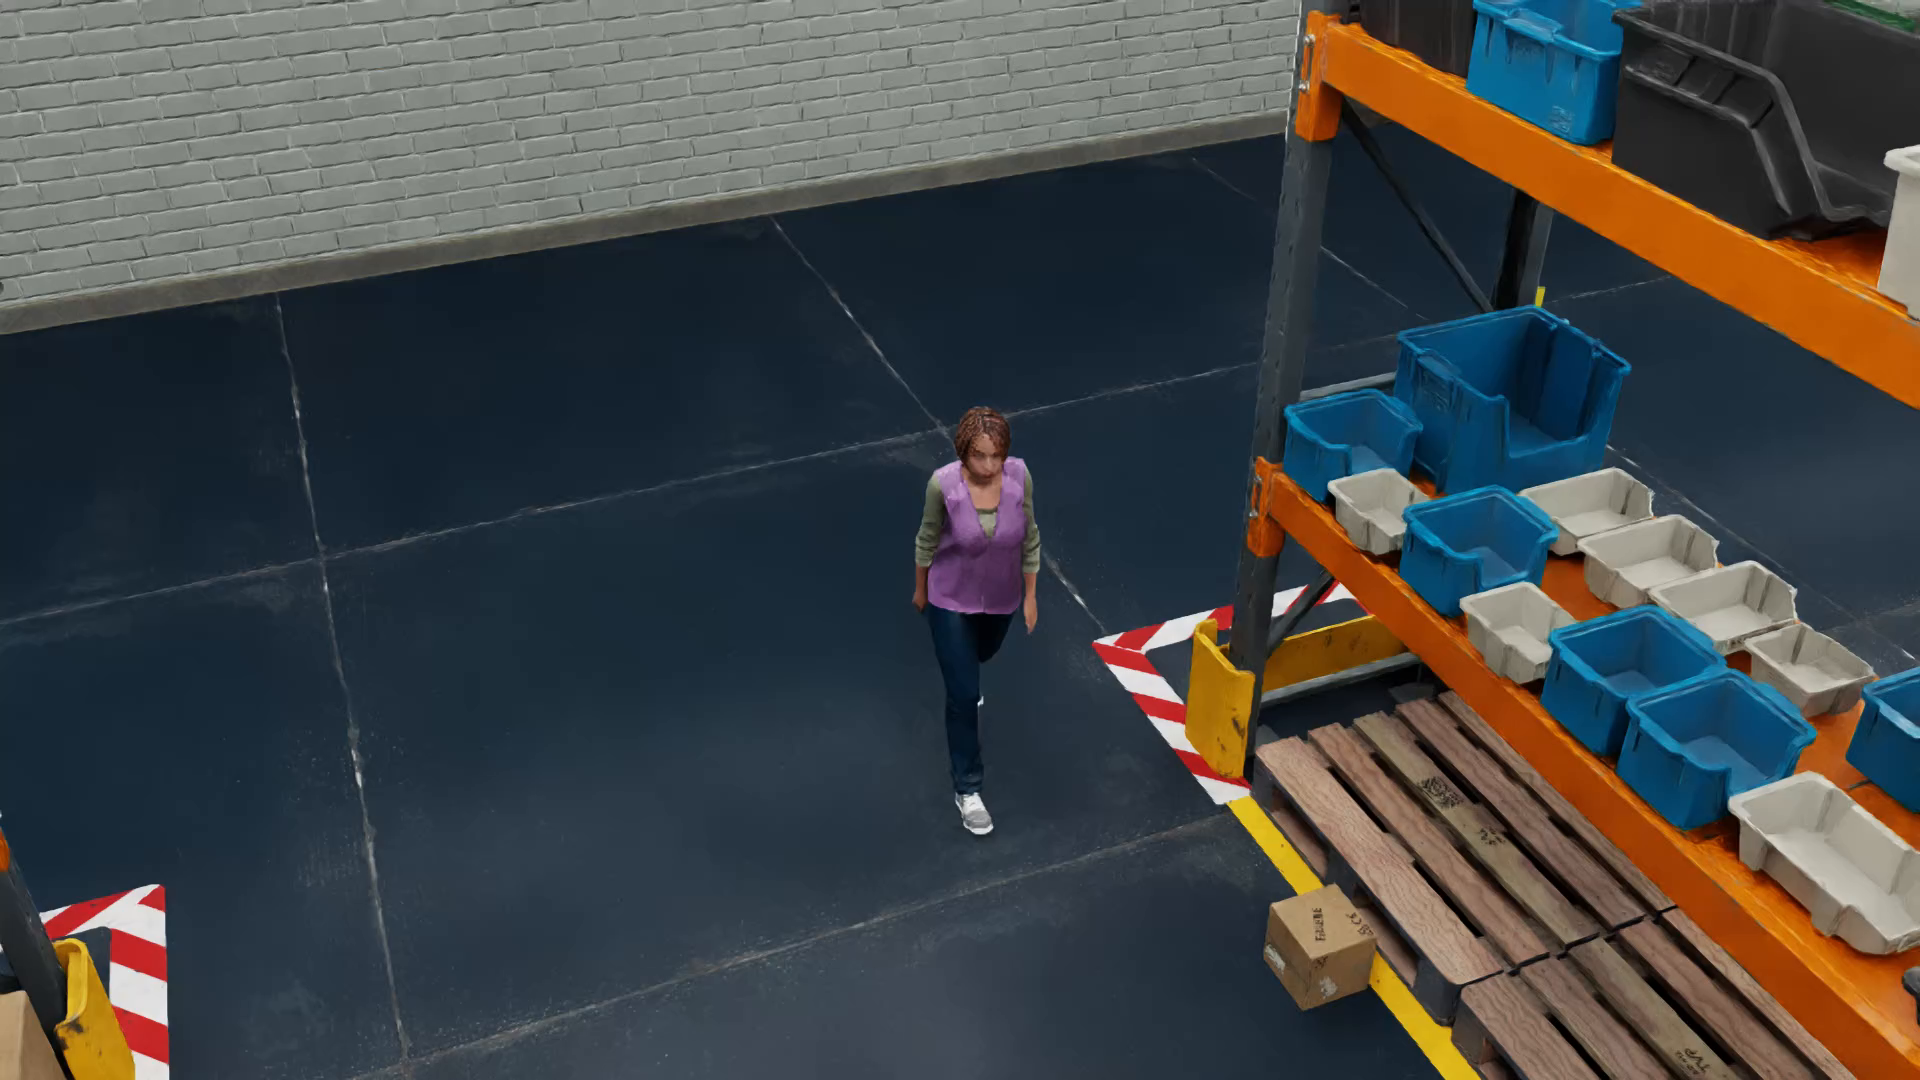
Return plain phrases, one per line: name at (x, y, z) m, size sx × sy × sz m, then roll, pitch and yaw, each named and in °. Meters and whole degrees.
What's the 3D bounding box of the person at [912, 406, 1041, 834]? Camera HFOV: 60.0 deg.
person at (0.060, 0.176, 5.886) m, size 0.426 × 1.550 × 0.904 m, roll -10°, pitch 35°, yaw -15°
